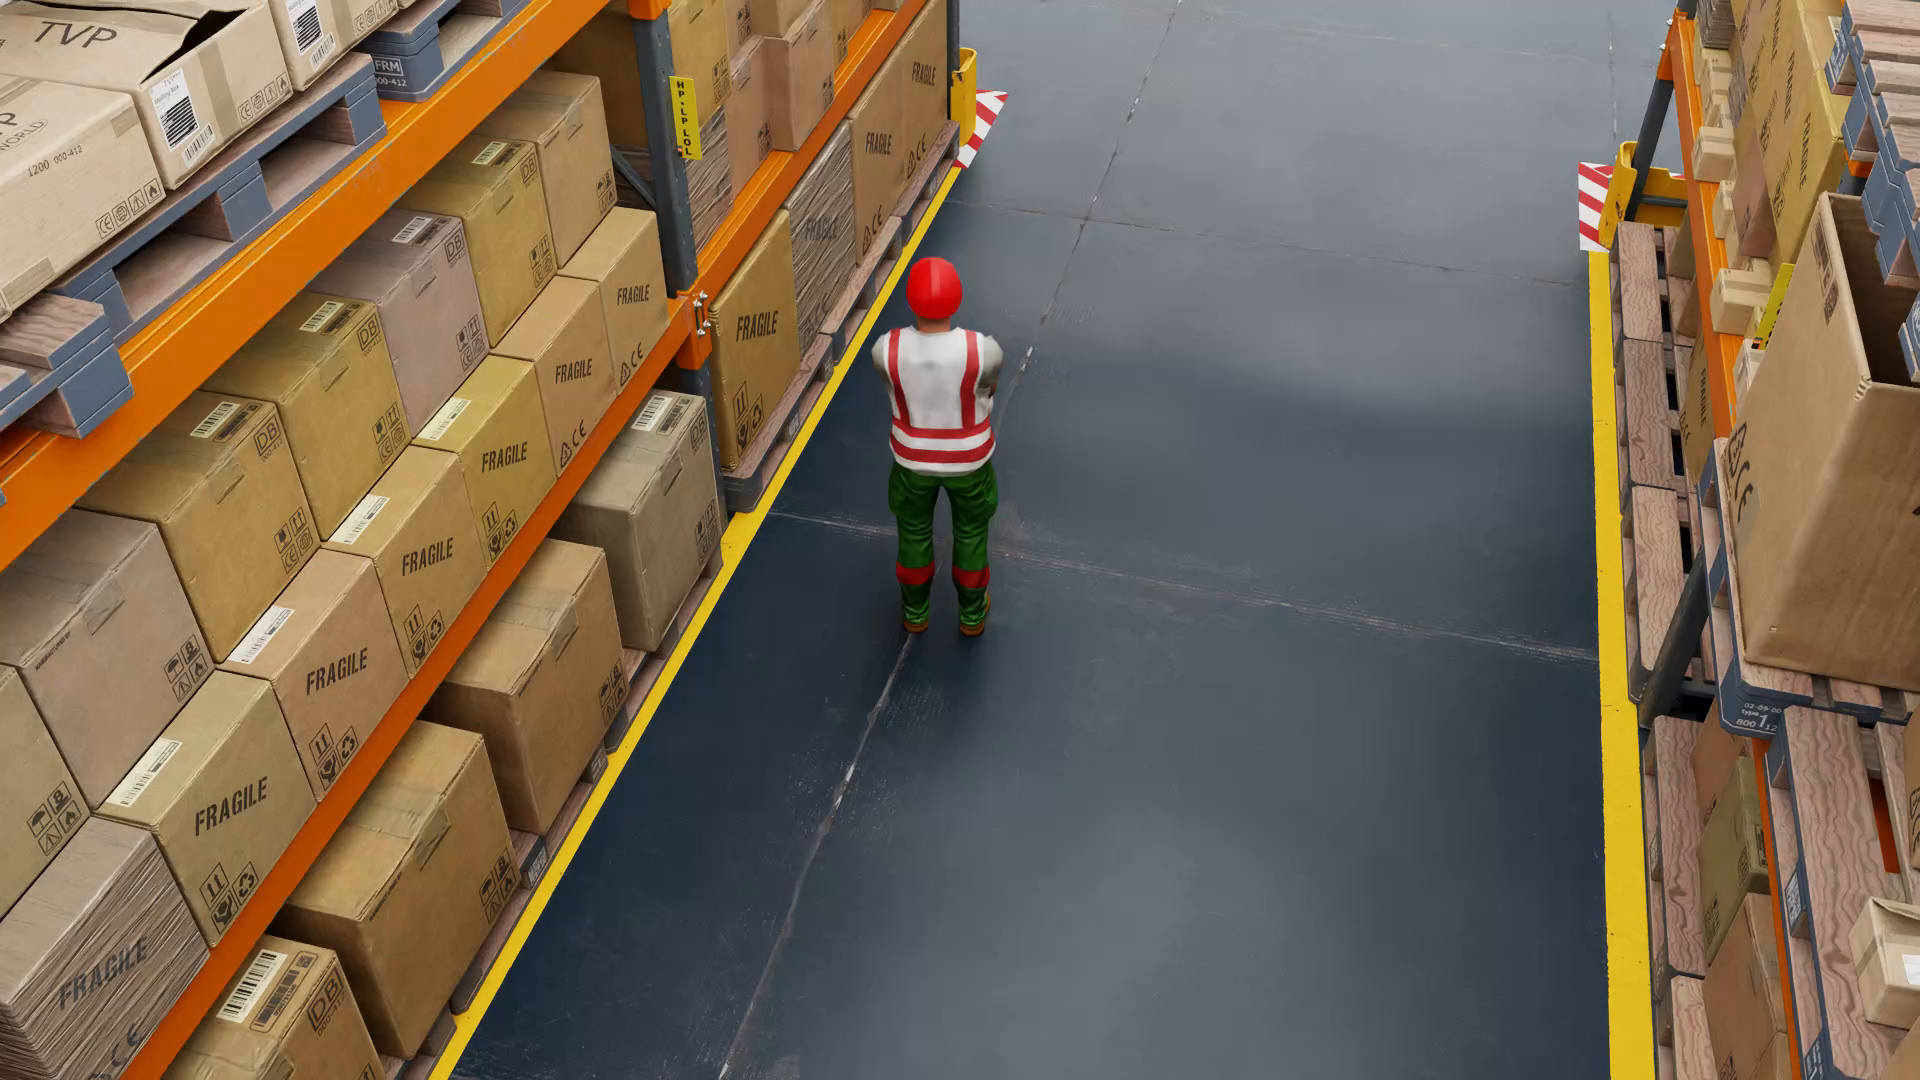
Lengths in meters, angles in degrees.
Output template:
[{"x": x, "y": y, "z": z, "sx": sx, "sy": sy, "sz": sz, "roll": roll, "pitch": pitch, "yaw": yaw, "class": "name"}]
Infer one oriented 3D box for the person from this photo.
[{"x": -0.076, "y": -0.407, "z": 6.616, "sx": 0.494, "sy": 1.784, "sz": 0.554, "roll": 3, "pitch": 41, "yaw": 3, "class": "person"}]
